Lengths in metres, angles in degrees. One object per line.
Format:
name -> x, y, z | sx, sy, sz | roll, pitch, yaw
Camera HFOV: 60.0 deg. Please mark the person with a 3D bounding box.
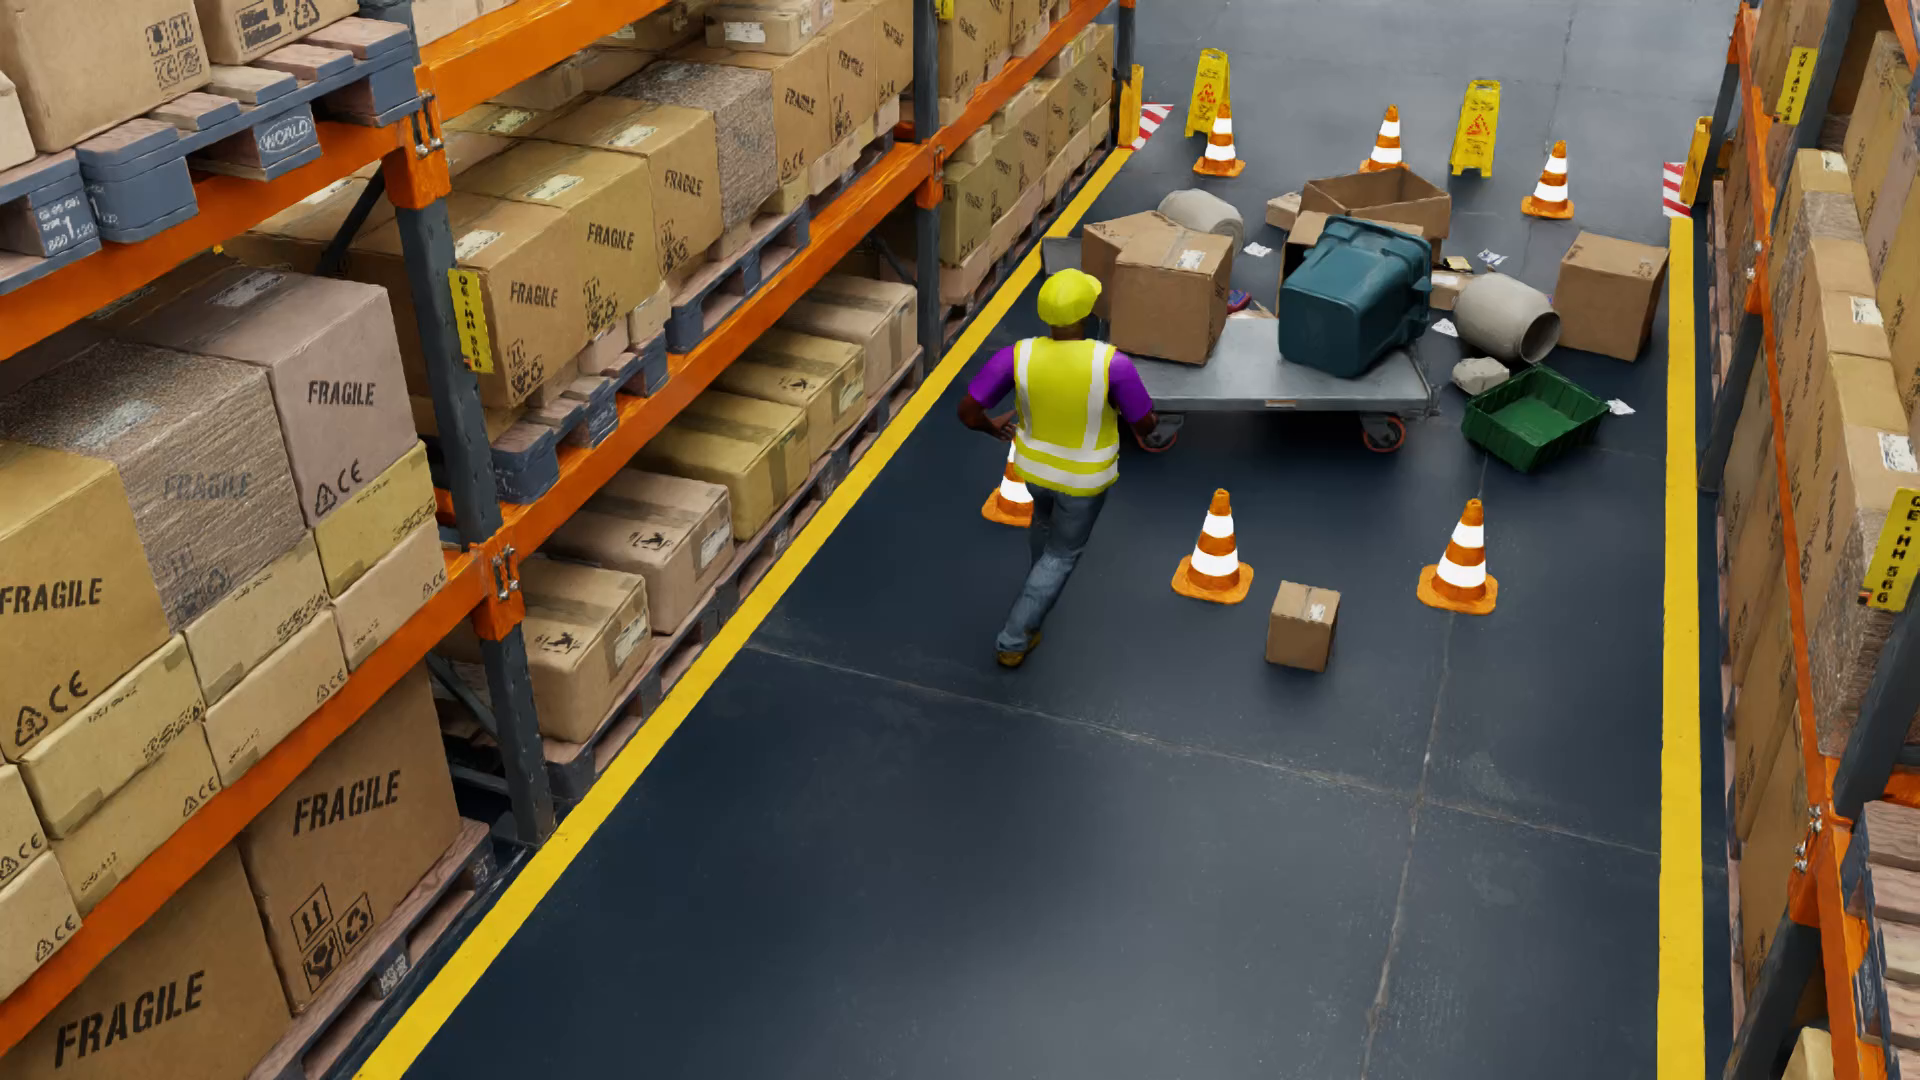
person -> 0.481, -0.333, 6.720 | 0.698, 1.725, 0.861 | 18, 37, 25
